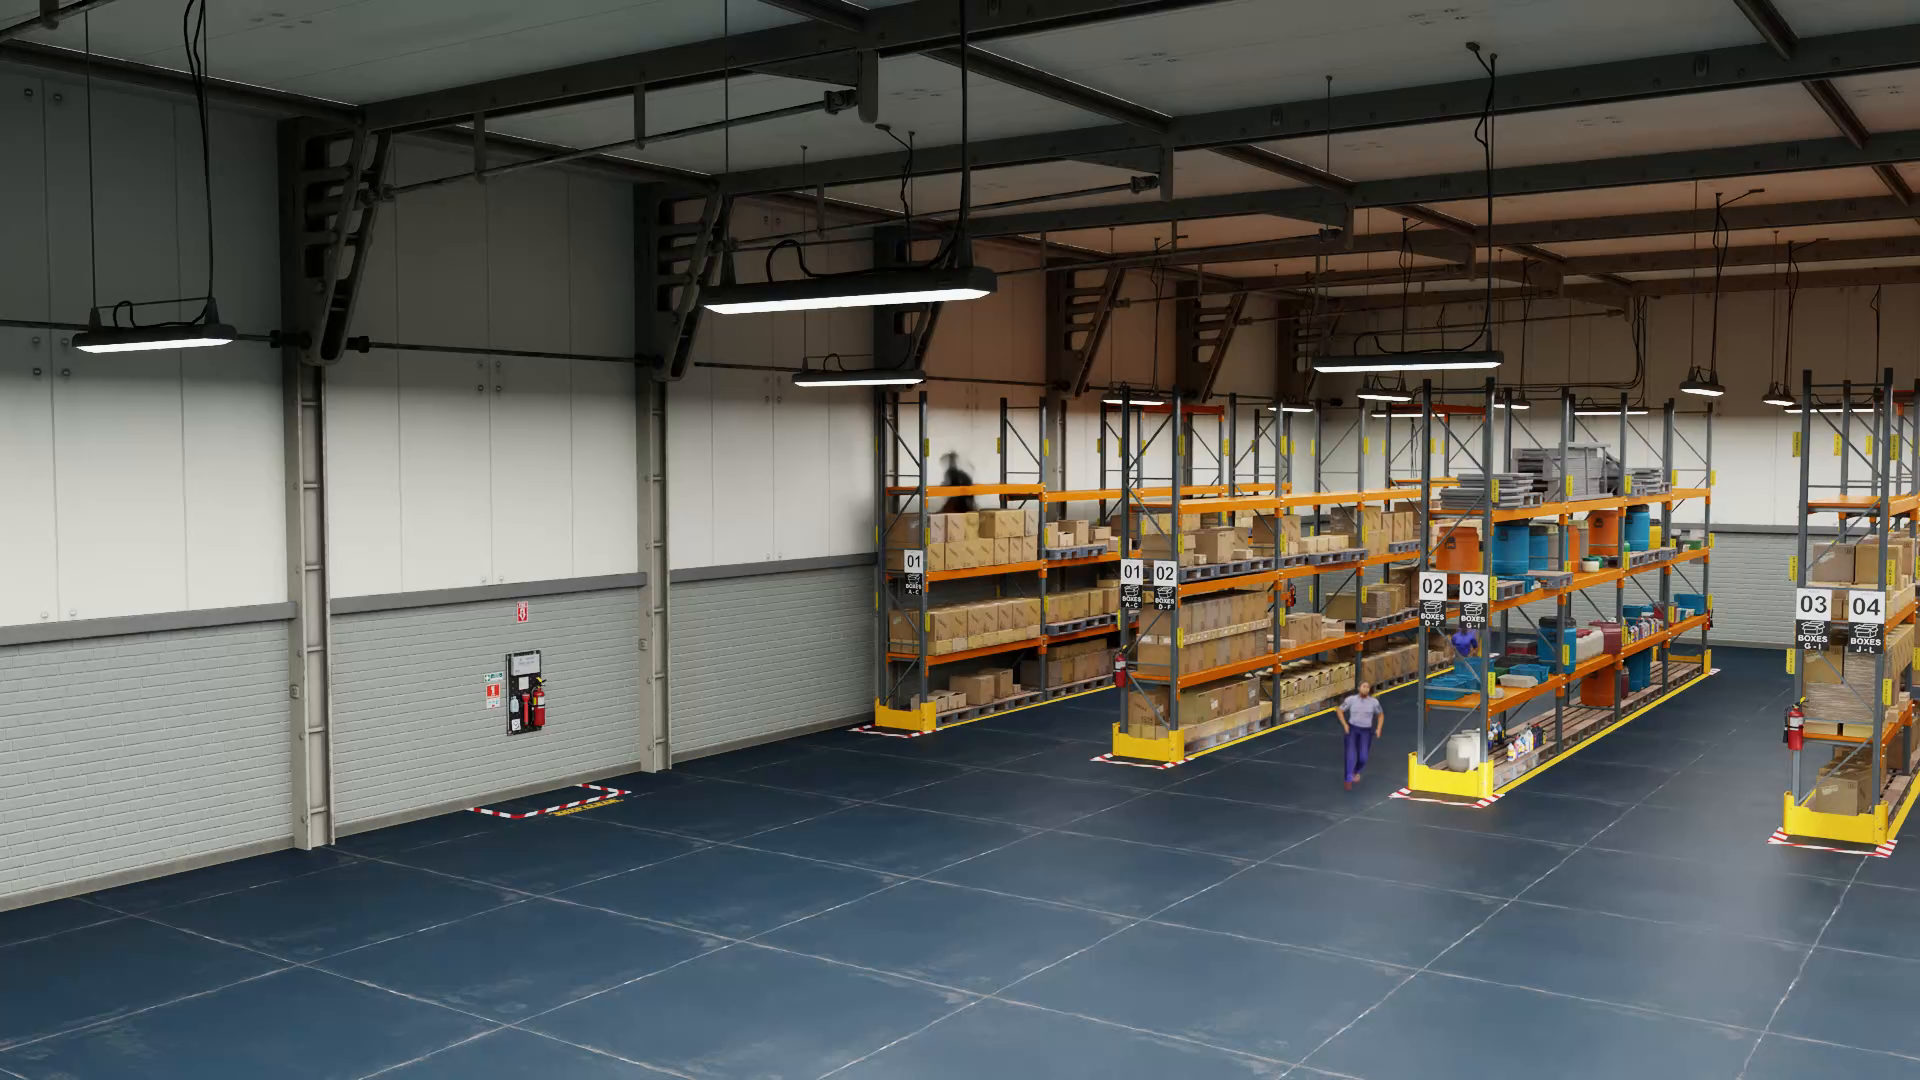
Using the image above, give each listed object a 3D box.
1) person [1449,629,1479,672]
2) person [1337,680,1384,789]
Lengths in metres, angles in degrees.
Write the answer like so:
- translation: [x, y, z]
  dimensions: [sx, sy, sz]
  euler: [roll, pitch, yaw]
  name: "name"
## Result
- translation: [9.896, 2.386, 32.717]
  dimensions: [0.574, 1.603, 0.561]
  euler: [1, 3, 22]
  name: "person"
- translation: [5.867, 2.865, 24.393]
  dimensions: [0.655, 1.588, 0.490]
  euler: [1, 3, 10]
  name: "person"
